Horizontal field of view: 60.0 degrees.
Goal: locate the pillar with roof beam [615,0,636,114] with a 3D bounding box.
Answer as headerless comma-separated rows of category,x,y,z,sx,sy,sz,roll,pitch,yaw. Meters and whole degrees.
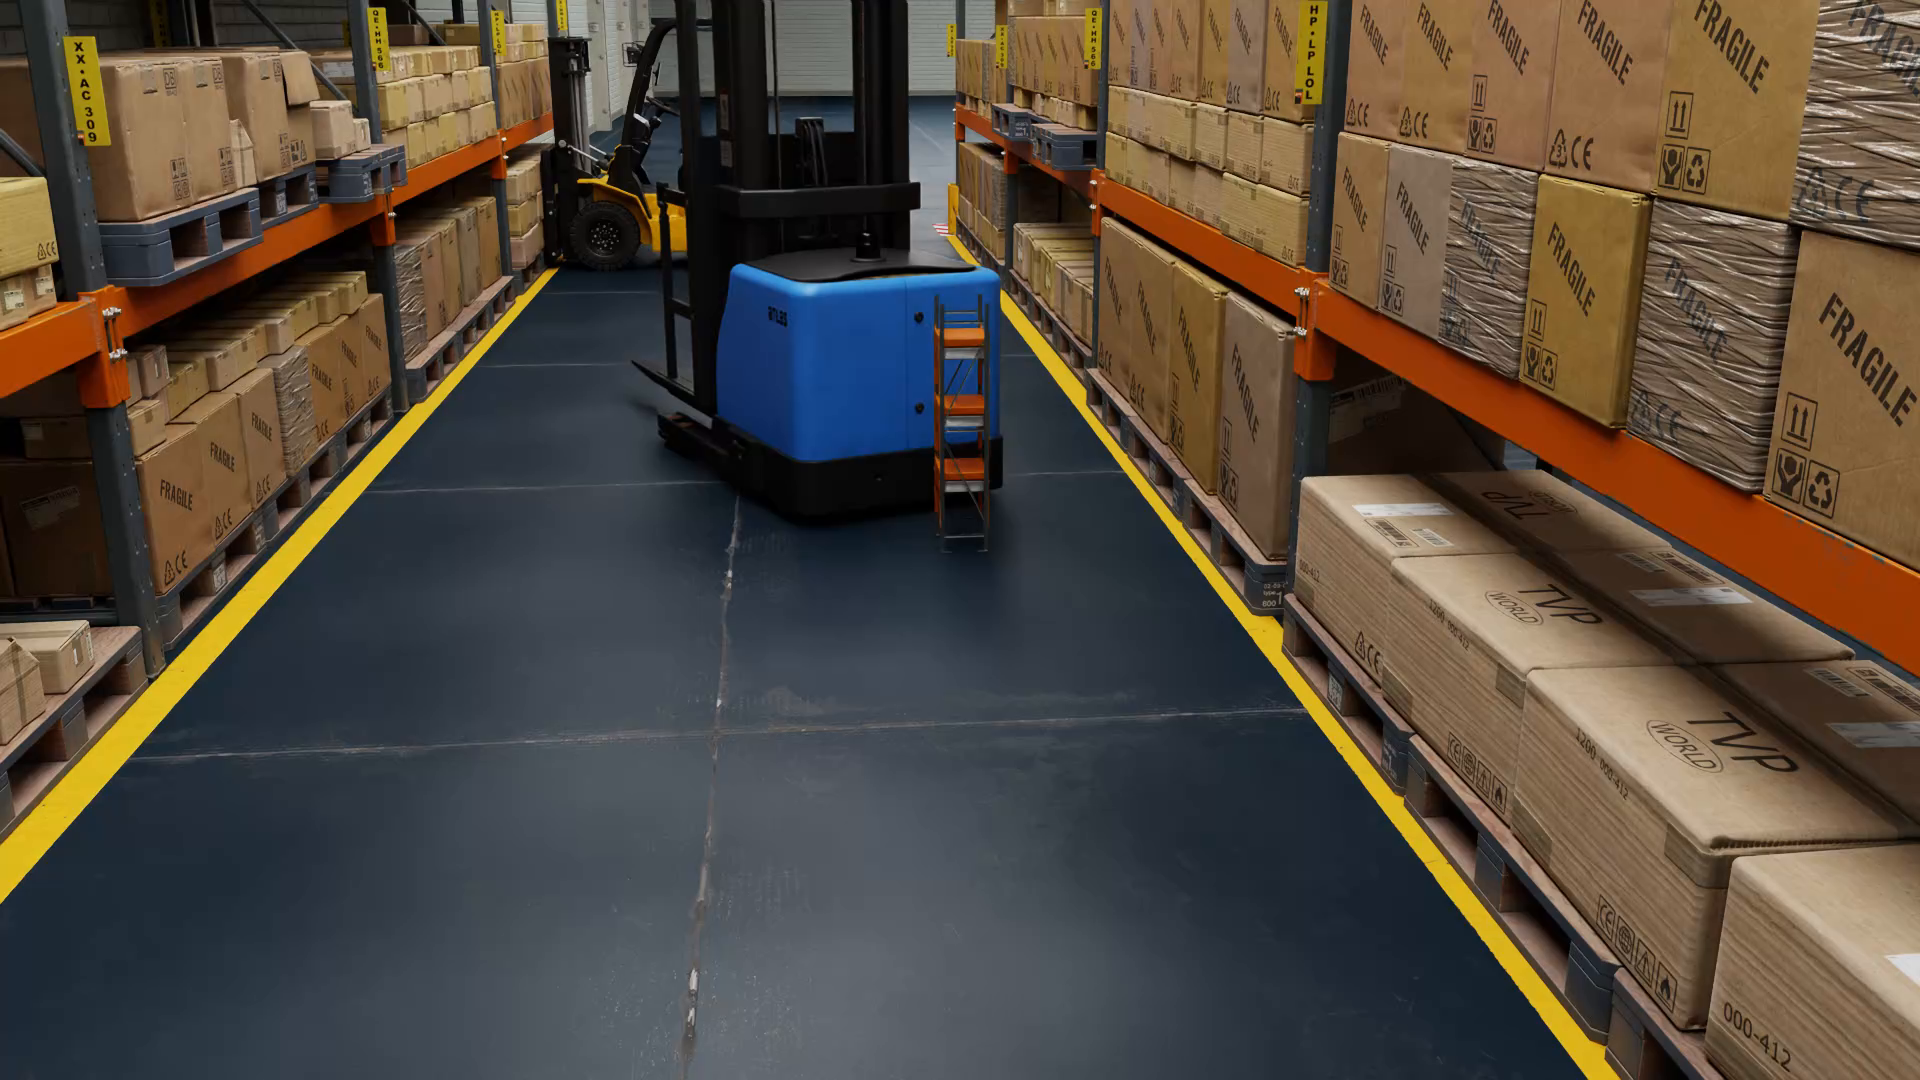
pillar with roof beam,-3.495,-14.439,38.146,9.100,9.000,0.400,-2,18,-6

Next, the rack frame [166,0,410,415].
rack frame,-3.652,-2.145,9.003,1.000,3.000,0.127,-2,18,-6

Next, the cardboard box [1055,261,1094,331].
cardboard box,1.152,-1.635,11.062,0.950,0.372,0.625,-2,18,-7

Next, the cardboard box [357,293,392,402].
cardboard box,-3.395,-1.034,8.934,0.500,0.500,0.500,-1,17,-4

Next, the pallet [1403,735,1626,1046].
pallet,1.827,0.816,4.227,1.003,0.211,1.213,-2,18,-6

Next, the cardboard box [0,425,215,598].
cardboard box,-3.066,-0.112,6.000,0.500,0.500,0.500,-1,17,-3

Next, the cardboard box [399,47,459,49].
cardboard box,-3.791,-3.449,11.904,0.380,0.149,0.250,-2,18,-6

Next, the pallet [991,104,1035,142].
pallet,0.806,-3.168,12.580,1.003,0.211,1.213,-2,18,-6

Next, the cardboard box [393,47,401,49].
cardboard box,-4.267,-3.501,12.072,0.380,0.149,0.250,-2,18,-7

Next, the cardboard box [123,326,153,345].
cardboard box,-3.736,-0.832,7.209,0.380,0.149,0.250,-2,18,-8

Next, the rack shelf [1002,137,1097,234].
rack shelf,1.078,-2.552,11.501,1.077,0.370,4.000,-2,18,-6

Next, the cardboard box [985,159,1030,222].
cardboard box,0.490,-3.057,14.545,0.500,0.500,0.500,-1,17,-5

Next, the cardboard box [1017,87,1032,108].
cardboard box,0.632,-3.323,12.472,0.380,0.149,0.250,-1,17,-5

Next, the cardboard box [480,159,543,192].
cardboard box,-3.908,-3.157,14.445,0.500,0.250,0.500,-1,17,-4

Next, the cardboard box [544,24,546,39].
cardboard box,-4.175,-4.855,15.888,0.380,0.149,0.250,-2,18,-6

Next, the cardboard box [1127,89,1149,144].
cardboard box,1.143,-2.154,8.447,0.500,0.250,0.500,-1,17,-4

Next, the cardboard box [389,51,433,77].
cardboard box,-3.536,-2.991,10.446,0.380,0.149,0.250,-1,17,-4

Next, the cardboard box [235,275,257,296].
cardboard box,-3.909,-1.298,8.692,0.380,0.149,0.250,-1,17,-3

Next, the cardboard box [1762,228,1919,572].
cardboard box,1.760,-0.250,2.797,0.500,0.500,0.500,-2,18,-7

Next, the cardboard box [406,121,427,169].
cardboard box,-3.502,-2.364,9.948,0.500,0.250,0.500,-2,18,-7

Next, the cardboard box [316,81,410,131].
cardboard box,-3.430,-2.453,9.398,0.500,0.250,0.500,-2,18,-6

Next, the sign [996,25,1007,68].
sign,0.333,-3.886,13.100,0.100,0.325,0.005,-2,18,-6

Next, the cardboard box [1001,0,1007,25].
cardboard box,0.774,-5.054,15.933,0.700,0.500,0.500,-2,18,-5

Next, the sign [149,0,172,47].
sign,-4.204,-2.680,8.772,0.100,0.325,0.005,-2,18,-6

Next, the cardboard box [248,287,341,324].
cardboard box,-3.307,-1.163,8.263,0.380,0.149,0.250,-2,18,-7

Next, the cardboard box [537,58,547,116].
cardboard box,-4.068,-4.131,15.159,0.500,0.500,0.500,-2,18,-7

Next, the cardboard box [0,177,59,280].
cardboard box,-2.945,-0.880,4.725,0.500,0.250,0.500,-1,17,-4

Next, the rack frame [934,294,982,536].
rack frame,-0.007,-0.521,7.085,0.200,1.050,0.008,-2,18,-6

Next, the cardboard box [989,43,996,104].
cardboard box,0.519,-3.959,14.116,0.500,0.500,0.500,-1,17,-4

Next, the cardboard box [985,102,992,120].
cardboard box,0.428,-3.761,14.567,0.380,0.149,0.250,-2,18,-6

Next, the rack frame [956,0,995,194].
rack frame,0.459,-4.683,17.087,1.000,3.000,0.127,-2,18,-6

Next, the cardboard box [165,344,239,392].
cardboard box,-3.186,-0.699,6.785,0.380,0.149,0.250,-2,18,-6

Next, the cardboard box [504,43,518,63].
cardboard box,-3.871,-4.027,13.747,0.380,0.149,0.250,-1,17,-4

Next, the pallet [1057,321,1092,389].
pallet,1.205,-1.202,10.654,1.003,0.211,1.213,-2,18,-6

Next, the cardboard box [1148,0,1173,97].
cardboard box,1.191,-2.368,7.876,0.500,0.500,0.500,-1,17,-4

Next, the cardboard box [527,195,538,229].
cardboard box,-3.862,-2.768,14.040,0.500,0.250,0.500,-2,18,-6

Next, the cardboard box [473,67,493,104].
cardboard box,-3.760,-3.366,12.306,0.500,0.250,0.500,-2,18,-7

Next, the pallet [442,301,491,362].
pallet,-3.821,-1.424,11.361,1.003,0.211,1.213,-2,18,-6

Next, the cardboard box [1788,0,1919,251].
cardboard box,1.740,-0.732,2.665,0.500,0.500,0.500,-2,18,-5

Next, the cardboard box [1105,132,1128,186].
cardboard box,1.085,-2.075,9.028,0.500,0.250,0.500,-2,18,-7

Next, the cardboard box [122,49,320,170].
cardboard box,-3.300,-1.914,7.394,0.797,0.503,0.637,-2,18,-7

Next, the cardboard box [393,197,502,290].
cardboard box,-4.000,-2.249,12.598,0.875,0.625,0.625,-1,17,-3

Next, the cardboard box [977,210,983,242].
cardboard box,0.431,-2.858,15.162,0.500,0.250,0.500,-2,17,-5

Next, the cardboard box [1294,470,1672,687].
cardboard box,1.655,0.104,5.413,0.875,0.438,0.875,-2,18,-6

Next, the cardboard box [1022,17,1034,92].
cardboard box,0.725,-3.436,11.749,0.500,0.500,0.500,-2,18,-6

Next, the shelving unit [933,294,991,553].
shelving unit,0.006,-0.485,6.969,0.215,1.050,0.252,-2,18,-6

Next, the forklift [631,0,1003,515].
forklift,-0.937,-1.900,8.337,1.130,2.935,3.031,-9,20,-27

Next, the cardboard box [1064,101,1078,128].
cardboard box,0.846,-2.622,10.239,0.380,0.149,0.250,-2,18,-6

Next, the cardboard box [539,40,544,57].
cardboard box,-4.141,-4.637,15.689,0.380,0.149,0.250,-1,17,-5

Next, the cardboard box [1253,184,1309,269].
cardboard box,1.400,-1.162,6.122,0.500,0.250,0.500,-2,18,-7
